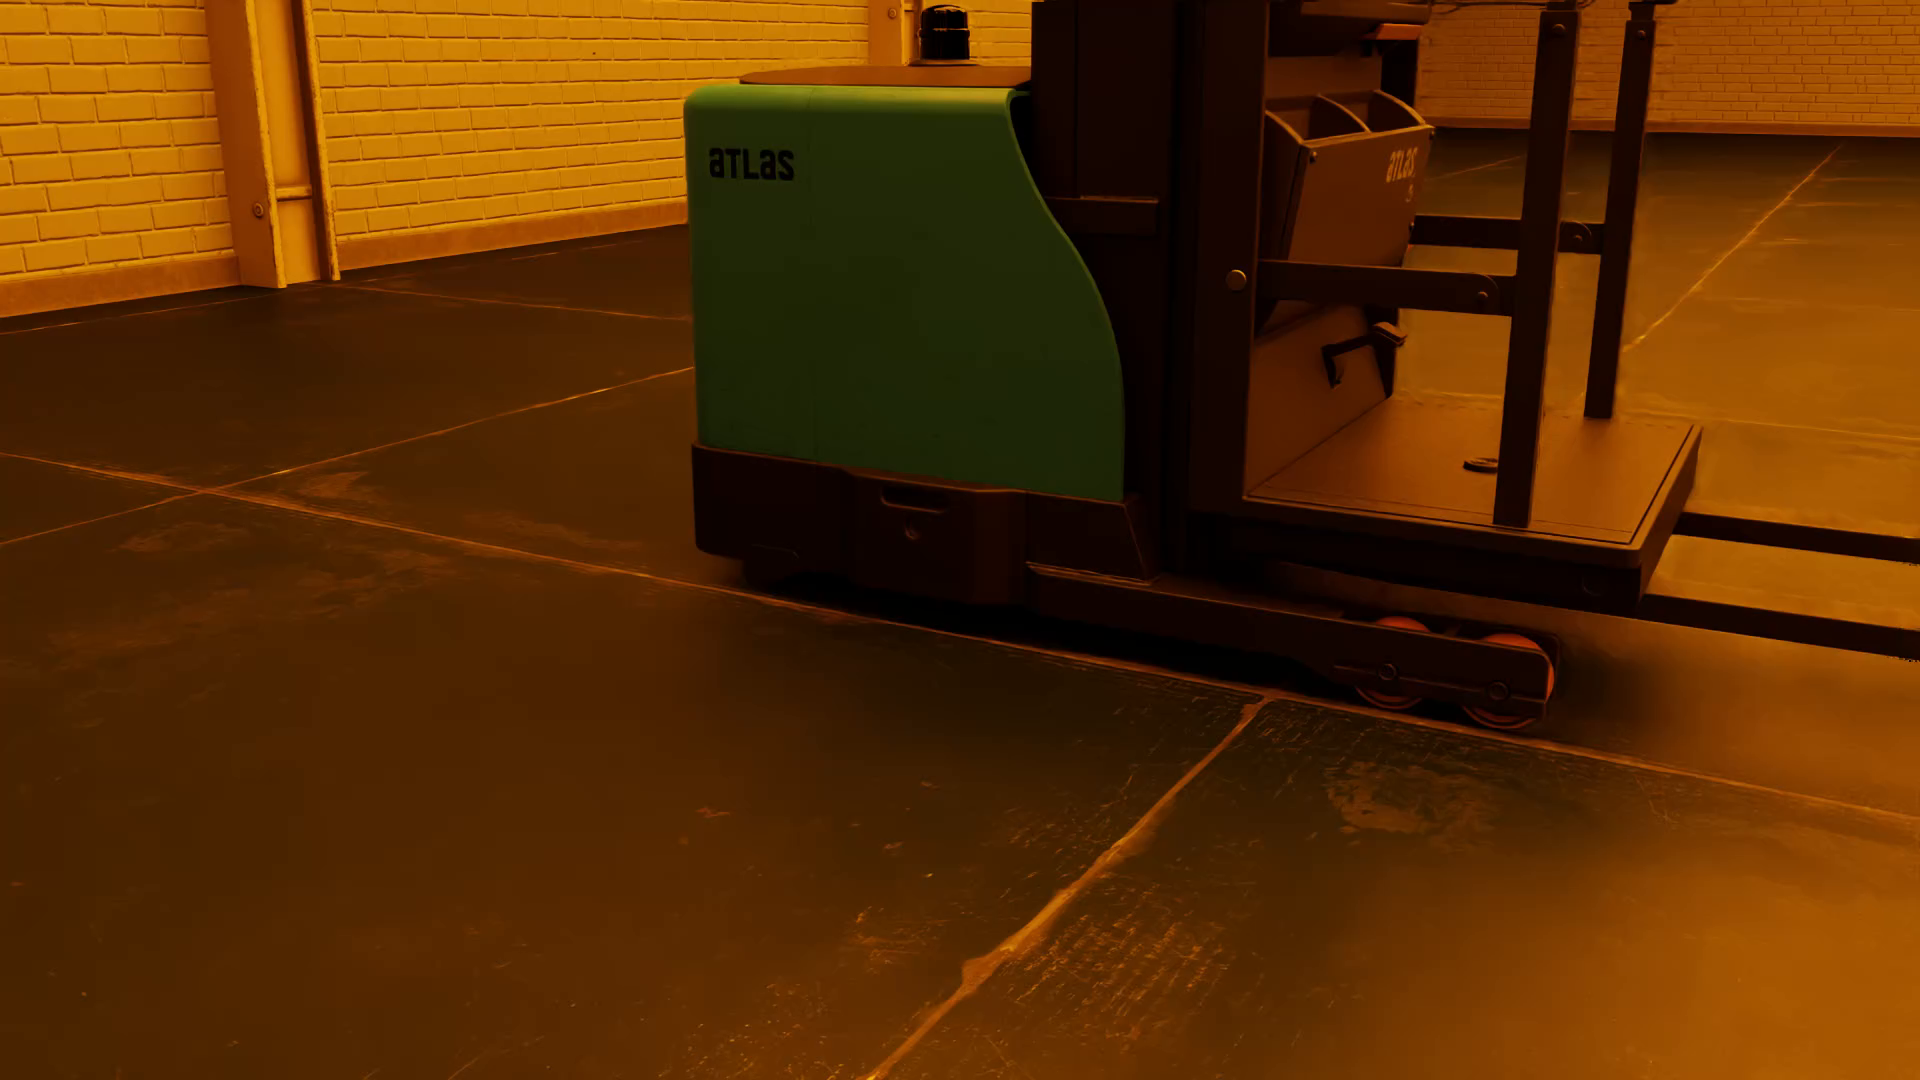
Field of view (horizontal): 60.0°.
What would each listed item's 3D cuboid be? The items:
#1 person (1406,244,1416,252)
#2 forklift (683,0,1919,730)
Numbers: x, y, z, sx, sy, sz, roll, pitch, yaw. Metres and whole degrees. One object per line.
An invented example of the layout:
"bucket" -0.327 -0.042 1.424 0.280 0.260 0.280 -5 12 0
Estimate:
"person" 1.018 -1.046 5.040 0.722 1.472 0.639 5 17 16
"forklift" 0.948 -1.245 3.080 3.031 2.935 1.130 9 18 27
